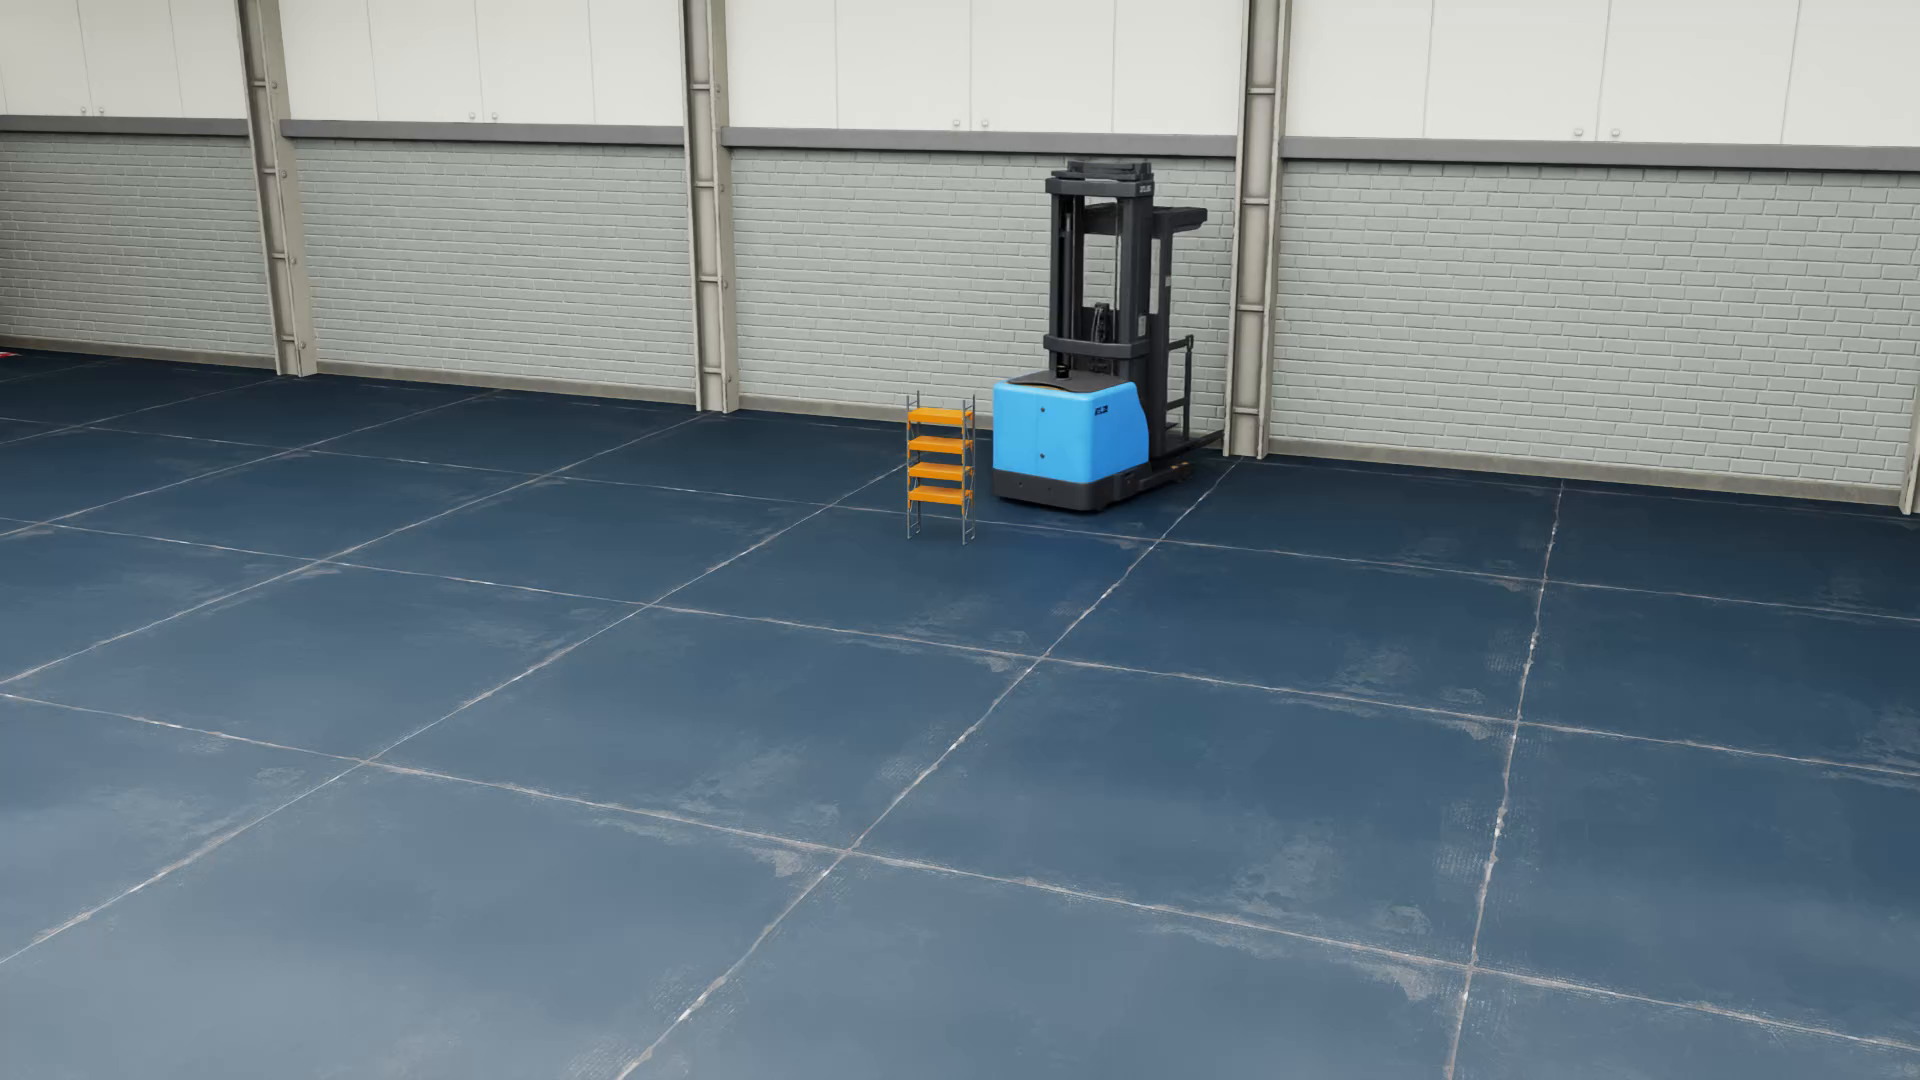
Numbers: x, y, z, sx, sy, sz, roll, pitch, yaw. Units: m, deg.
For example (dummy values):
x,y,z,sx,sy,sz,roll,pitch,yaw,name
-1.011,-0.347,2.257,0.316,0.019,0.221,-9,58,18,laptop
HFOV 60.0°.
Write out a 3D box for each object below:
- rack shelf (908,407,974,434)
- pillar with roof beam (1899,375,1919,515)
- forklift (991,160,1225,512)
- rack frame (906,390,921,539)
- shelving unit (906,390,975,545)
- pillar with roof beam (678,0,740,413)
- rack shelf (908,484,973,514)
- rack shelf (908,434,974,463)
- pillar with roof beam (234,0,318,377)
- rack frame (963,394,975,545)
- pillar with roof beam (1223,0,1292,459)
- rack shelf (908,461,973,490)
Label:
x,y,z,sx,sy,sz,roll,pitch,yaw,name
-0.154,-0.971,13.455,0.480,0.148,0.258,6,17,21,rack shelf
6.859,-3.451,9.420,0.400,9.000,9.100,6,17,21,pillar with roof beam
1.555,-2.005,15.322,1.130,2.935,3.031,12,20,35,forklift
-0.381,-0.618,13.651,0.015,1.200,0.240,6,17,21,rack frame
-0.154,-0.593,13.565,0.503,1.200,0.258,6,17,21,shelving unit
-4.304,-4.679,13.649,0.400,9.000,9.100,6,17,21,pillar with roof beam
-0.154,-0.338,13.639,0.480,0.148,0.258,6,17,21,rack shelf
-0.154,-0.743,13.521,0.480,0.148,0.258,6,17,21,rack shelf
-9.886,-5.292,15.763,0.400,9.000,9.100,6,17,21,pillar with roof beam
0.073,-0.568,13.479,0.015,1.200,0.240,6,17,21,rack frame
1.278,-4.065,11.534,0.400,9.000,9.100,6,17,21,pillar with roof beam
-0.154,-0.529,13.583,0.480,0.148,0.258,6,17,21,rack shelf
